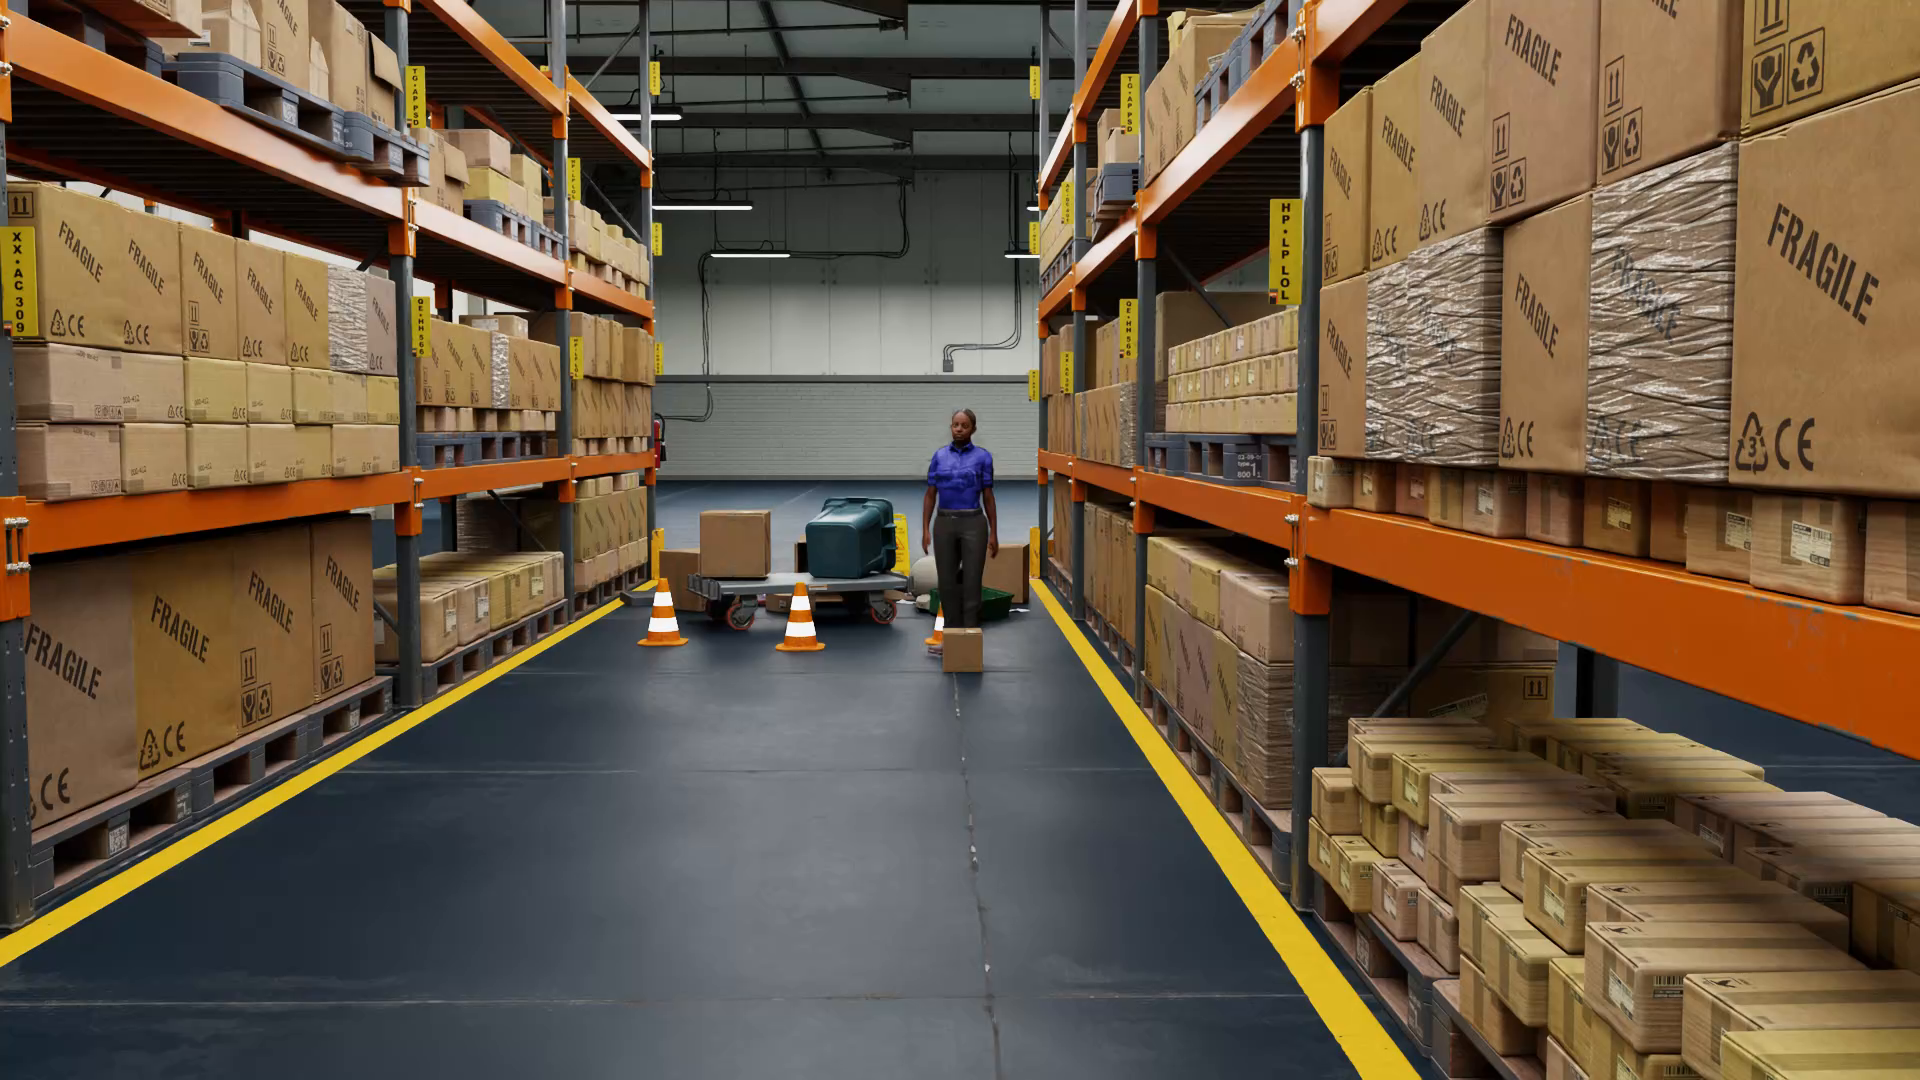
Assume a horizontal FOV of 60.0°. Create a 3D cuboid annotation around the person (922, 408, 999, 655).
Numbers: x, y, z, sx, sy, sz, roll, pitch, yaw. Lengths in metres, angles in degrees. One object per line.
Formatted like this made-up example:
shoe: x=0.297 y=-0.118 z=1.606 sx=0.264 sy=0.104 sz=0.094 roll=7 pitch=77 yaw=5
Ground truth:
person: x=0.003 y=-0.050 z=11.058 sx=0.502 sy=1.653 sz=0.388 roll=1 pitch=4 yaw=11
